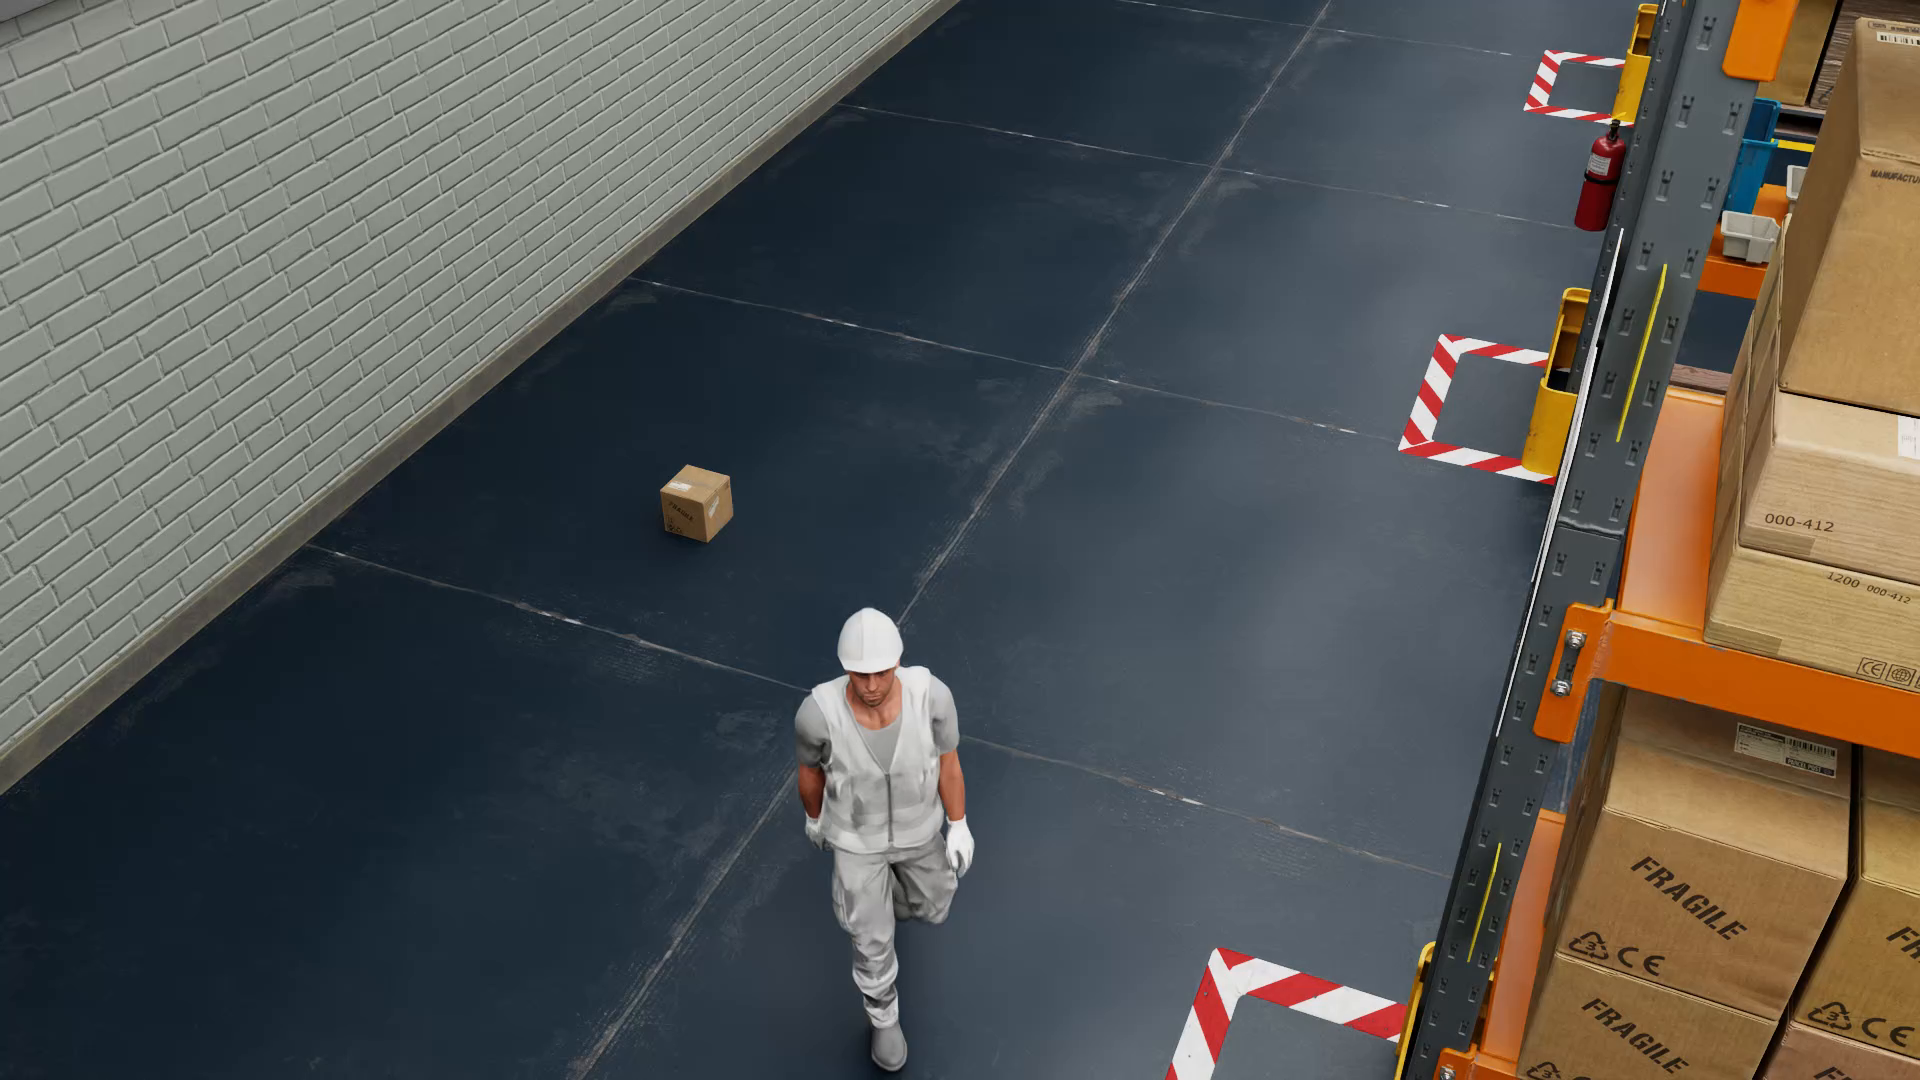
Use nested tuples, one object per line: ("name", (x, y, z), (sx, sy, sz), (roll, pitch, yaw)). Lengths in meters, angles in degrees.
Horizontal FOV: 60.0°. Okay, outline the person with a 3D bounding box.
("person", (-0.256, 0.922, 5.556), (0.548, 1.767, 0.798), (-10, 38, -12))
